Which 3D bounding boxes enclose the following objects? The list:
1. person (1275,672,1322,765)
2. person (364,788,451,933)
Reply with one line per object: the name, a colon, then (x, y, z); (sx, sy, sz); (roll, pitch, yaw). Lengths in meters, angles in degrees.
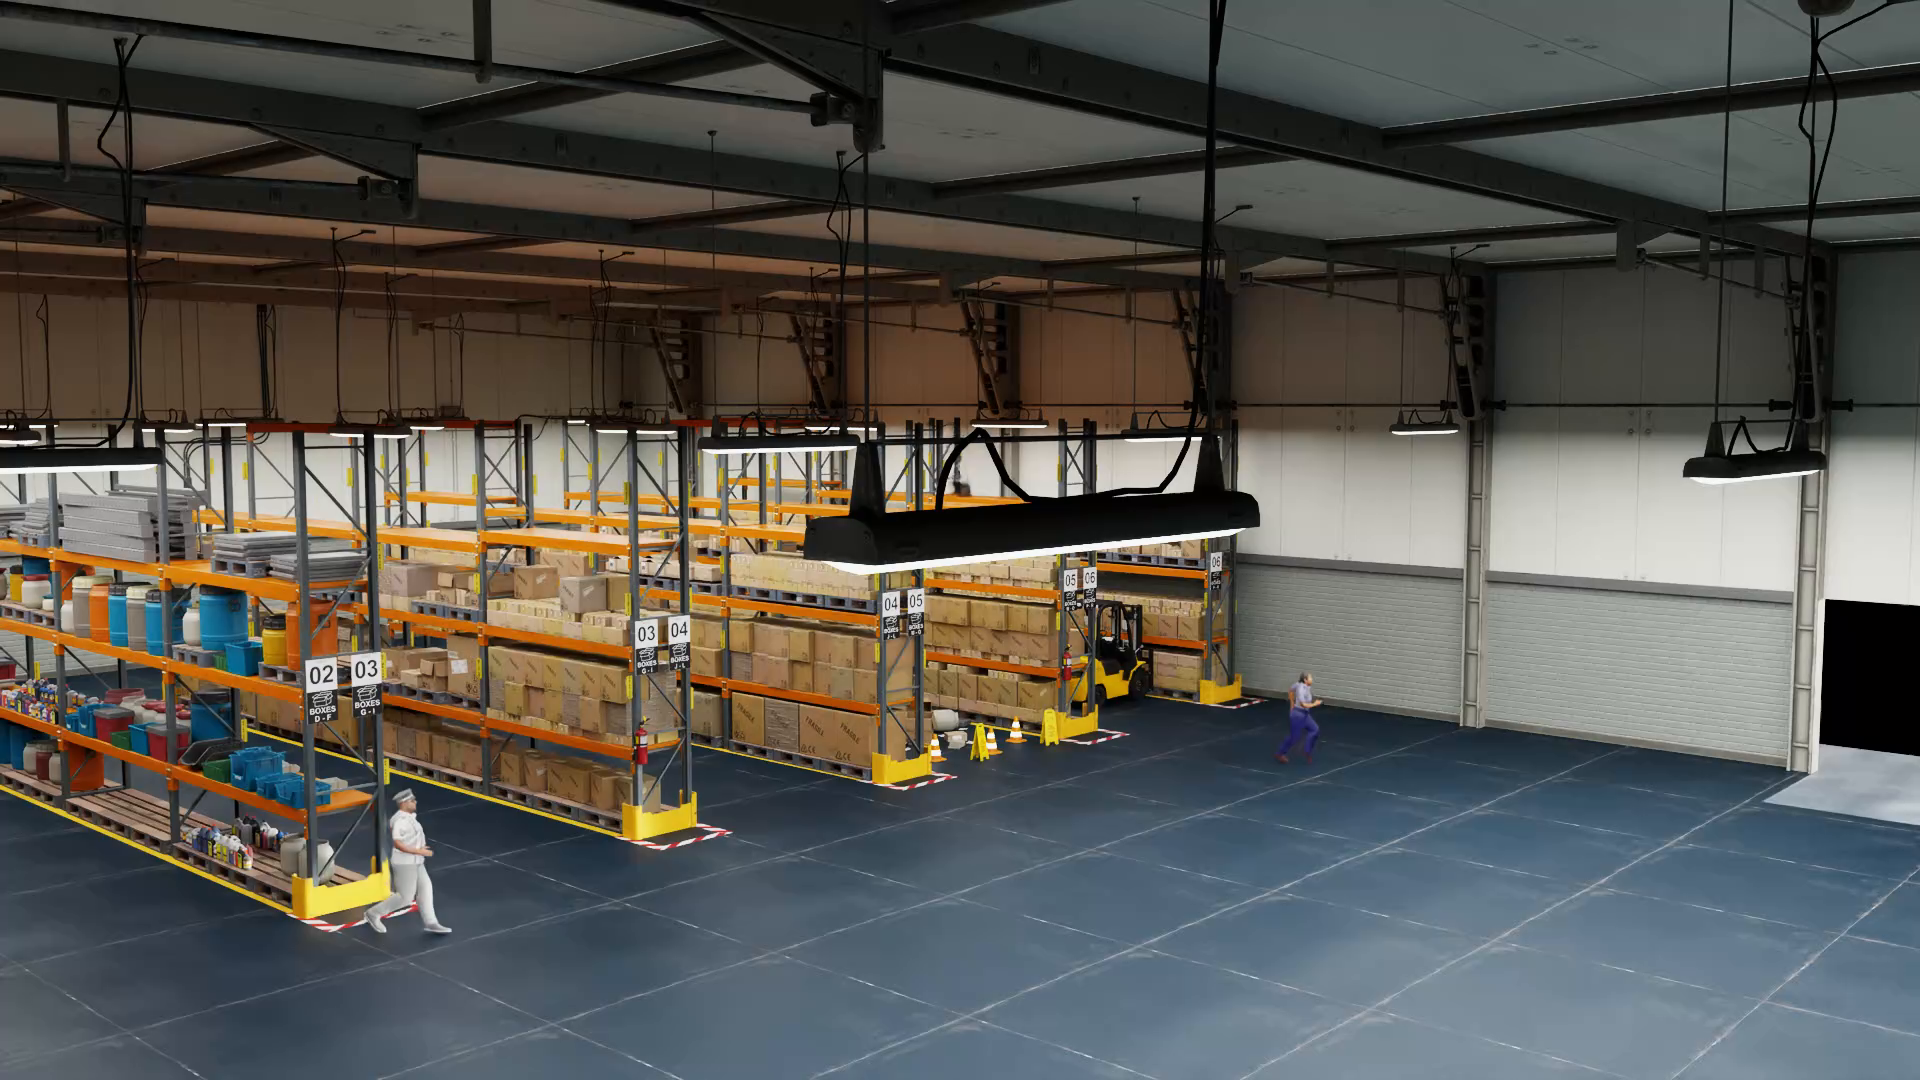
person: (5.947, 3.148, 29.204); (0.812, 1.642, 0.628); (1, 5, 15)
person: (-6.580, 3.834, 19.797); (0.982, 1.775, 0.695); (-1, 5, -11)
